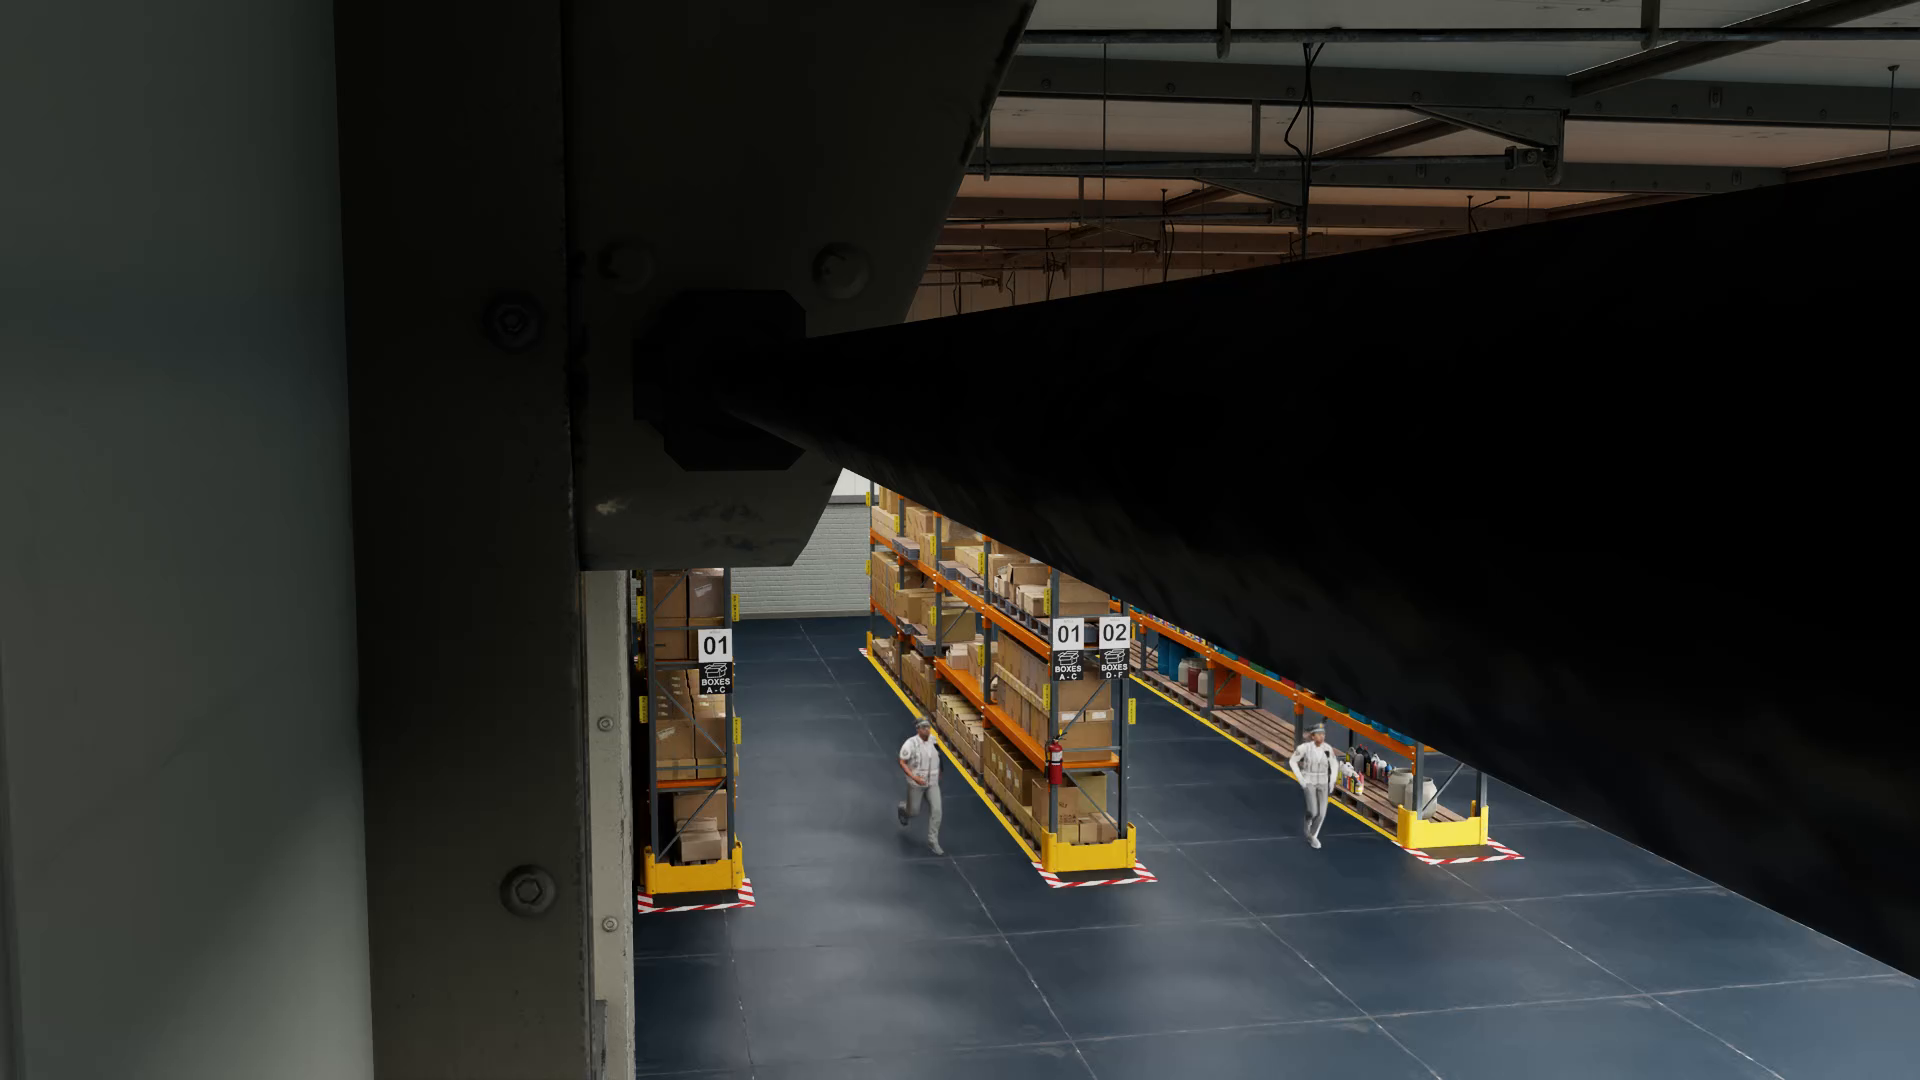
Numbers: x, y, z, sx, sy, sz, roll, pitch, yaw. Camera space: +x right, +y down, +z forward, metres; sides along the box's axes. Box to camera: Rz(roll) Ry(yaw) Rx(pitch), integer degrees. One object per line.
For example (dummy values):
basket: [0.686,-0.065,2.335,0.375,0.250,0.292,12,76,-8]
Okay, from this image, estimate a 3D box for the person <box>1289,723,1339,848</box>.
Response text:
person: [4.698,3.230,21.922,0.648,1.662,0.481,-1,6,-5]

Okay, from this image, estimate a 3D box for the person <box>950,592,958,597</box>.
person: [0.025,1.633,36.803,0.693,1.812,0.730,-3,7,-30]

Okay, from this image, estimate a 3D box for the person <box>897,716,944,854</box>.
person: [-0.514,3.194,21.987,0.642,1.779,1.027,-3,7,-25]
